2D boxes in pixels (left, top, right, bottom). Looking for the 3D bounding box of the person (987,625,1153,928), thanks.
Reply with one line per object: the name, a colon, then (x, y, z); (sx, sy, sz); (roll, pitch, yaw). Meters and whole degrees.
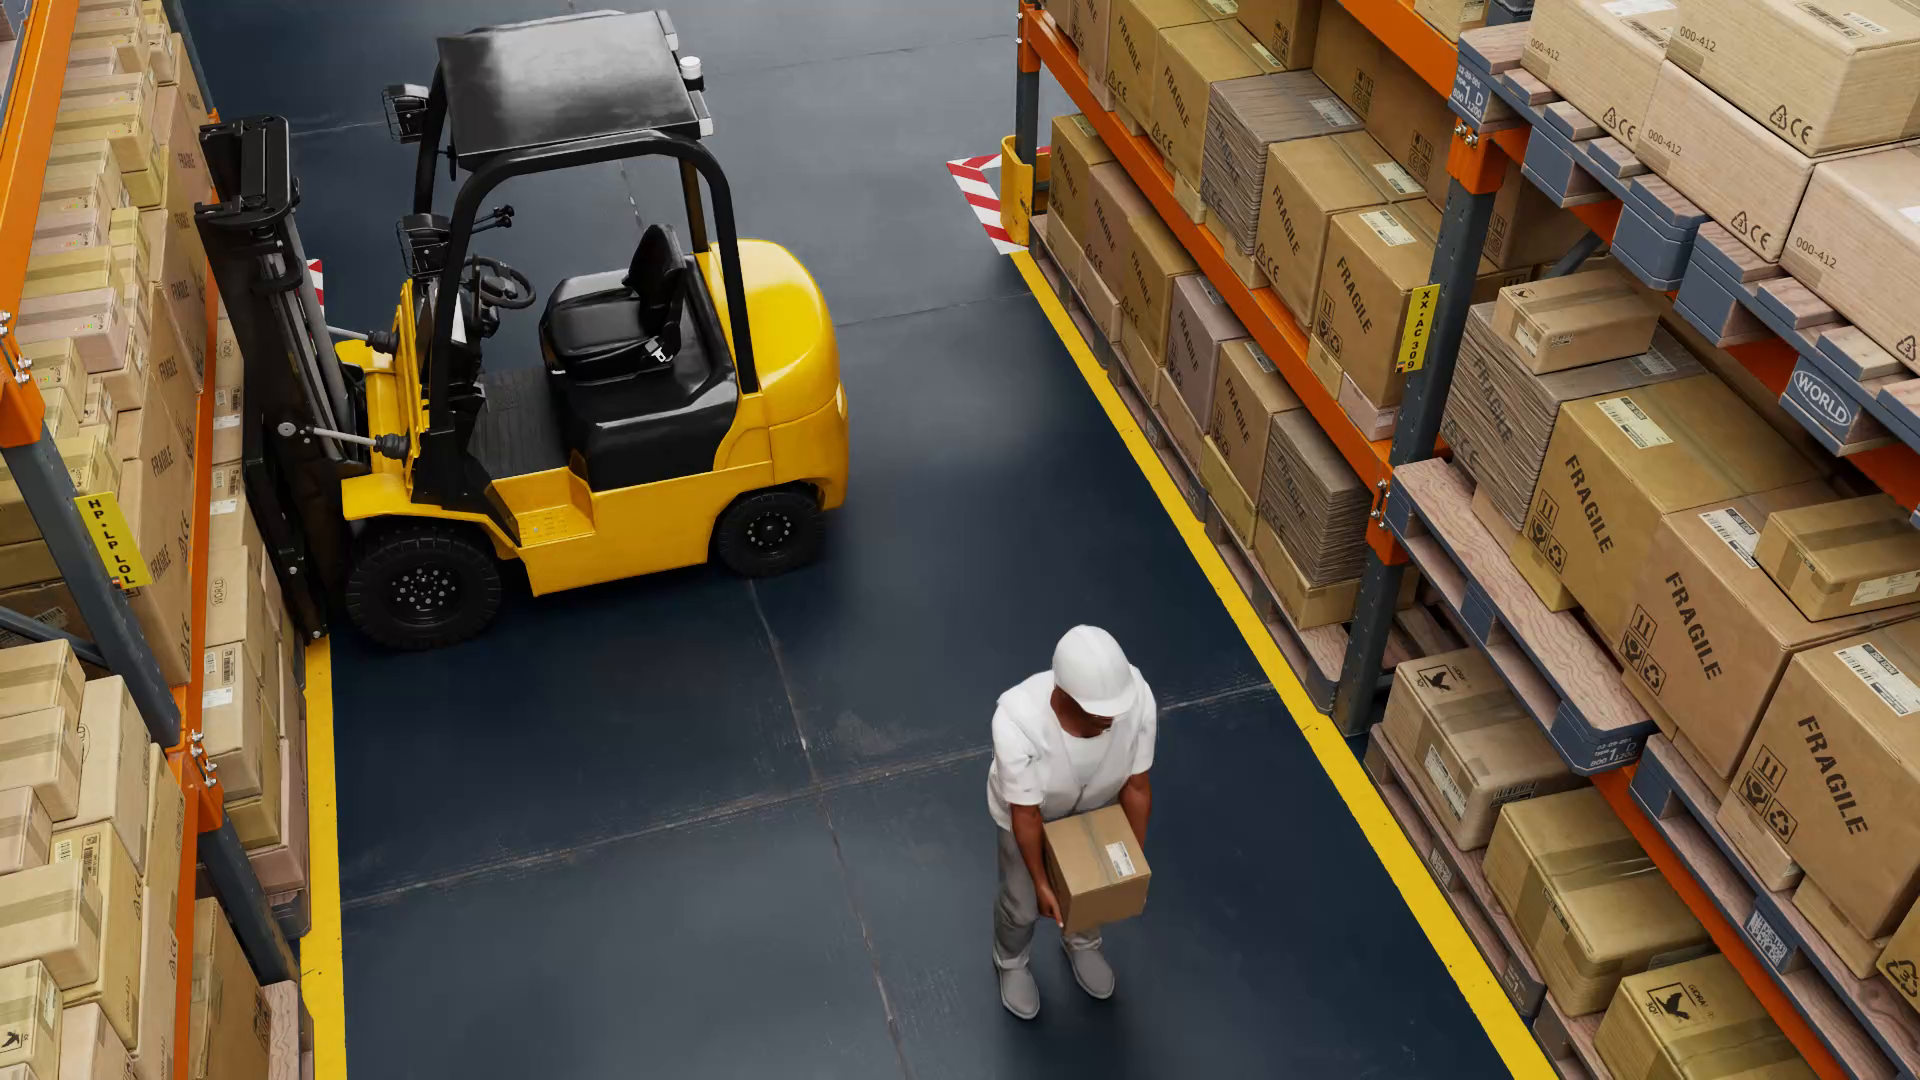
person: (0.348, 0.612, 4.892); (0.471, 0.960, 0.590); (-13, 43, -14)
